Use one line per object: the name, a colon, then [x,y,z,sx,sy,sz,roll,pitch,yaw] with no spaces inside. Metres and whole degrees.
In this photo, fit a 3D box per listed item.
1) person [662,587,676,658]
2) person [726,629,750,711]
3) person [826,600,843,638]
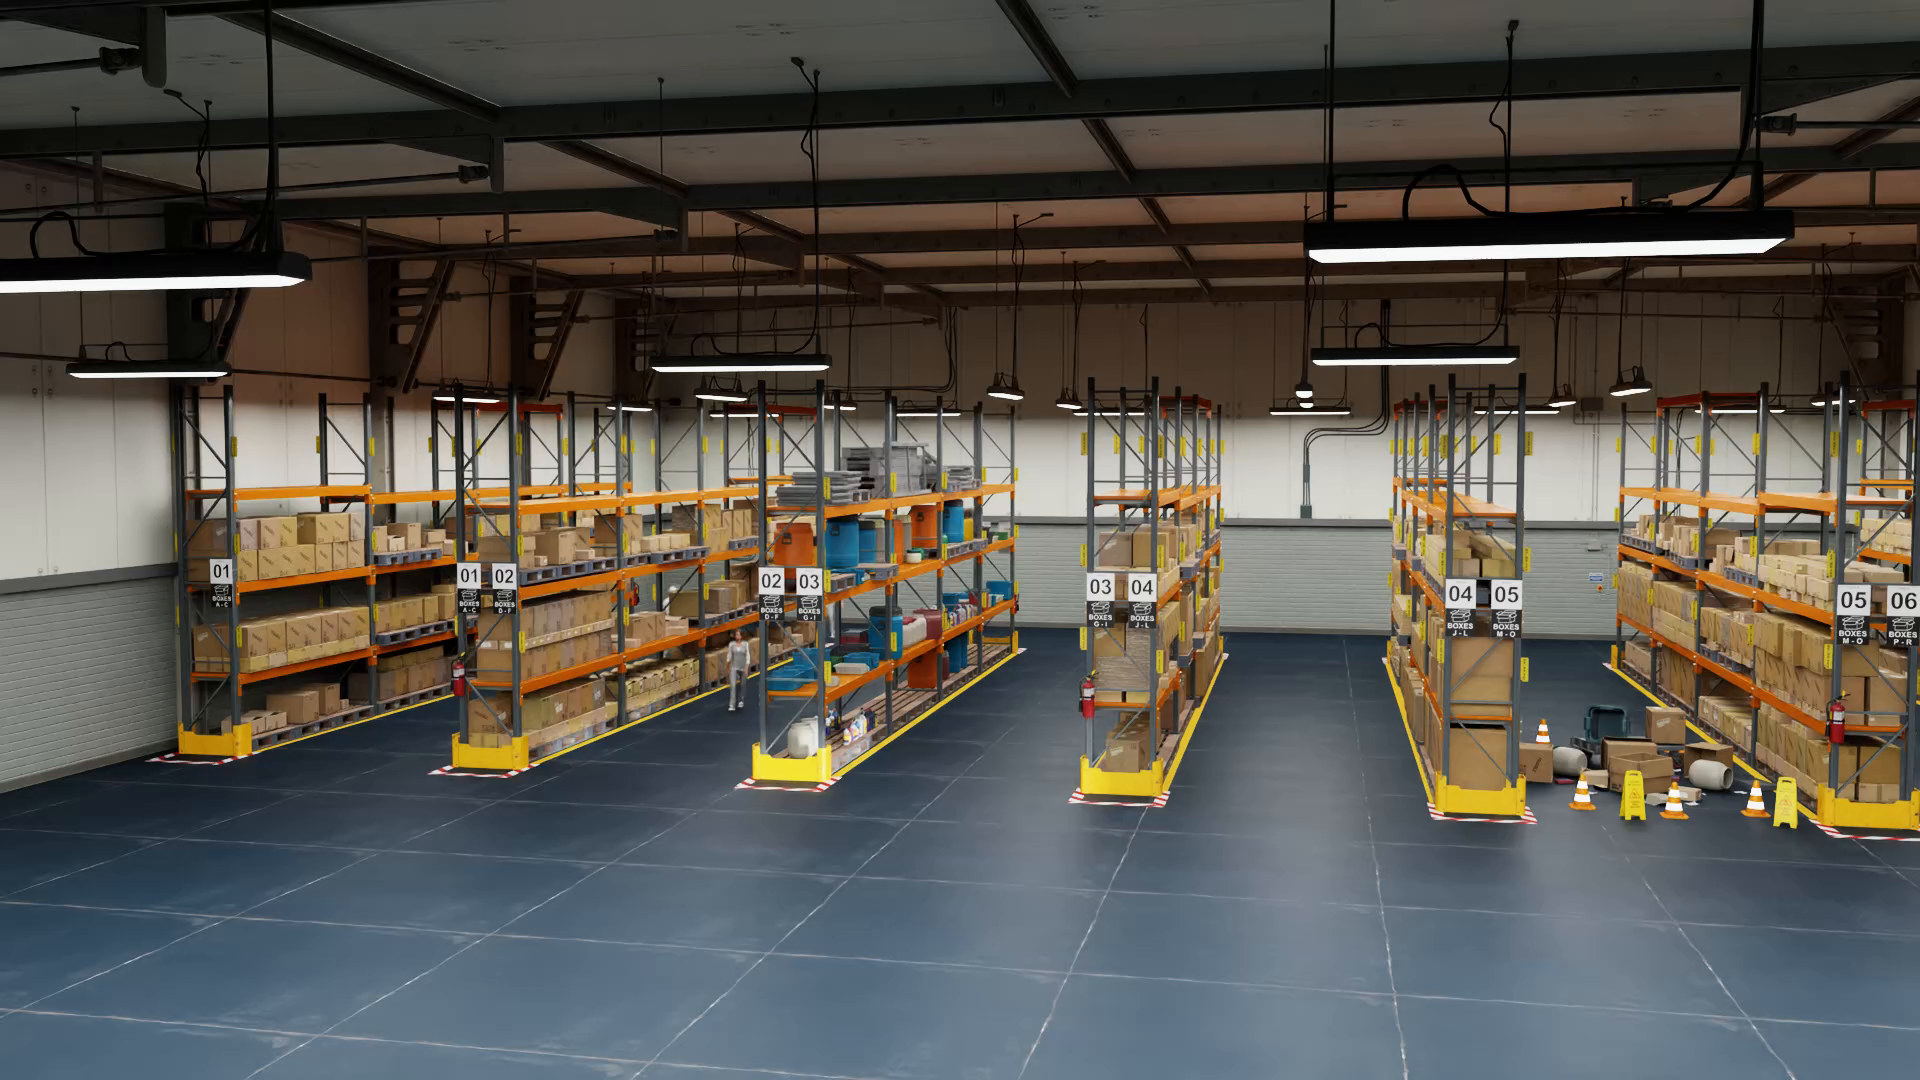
person: [-6.756,1.948,39.057,0.697,1.707,1.085,1,3,13]
person: [-4.194,2.447,31.431,0.453,1.543,0.969,-1,3,-13]
person: [-3.348,1.724,44.024,0.478,1.682,0.860,-1,3,-22]
